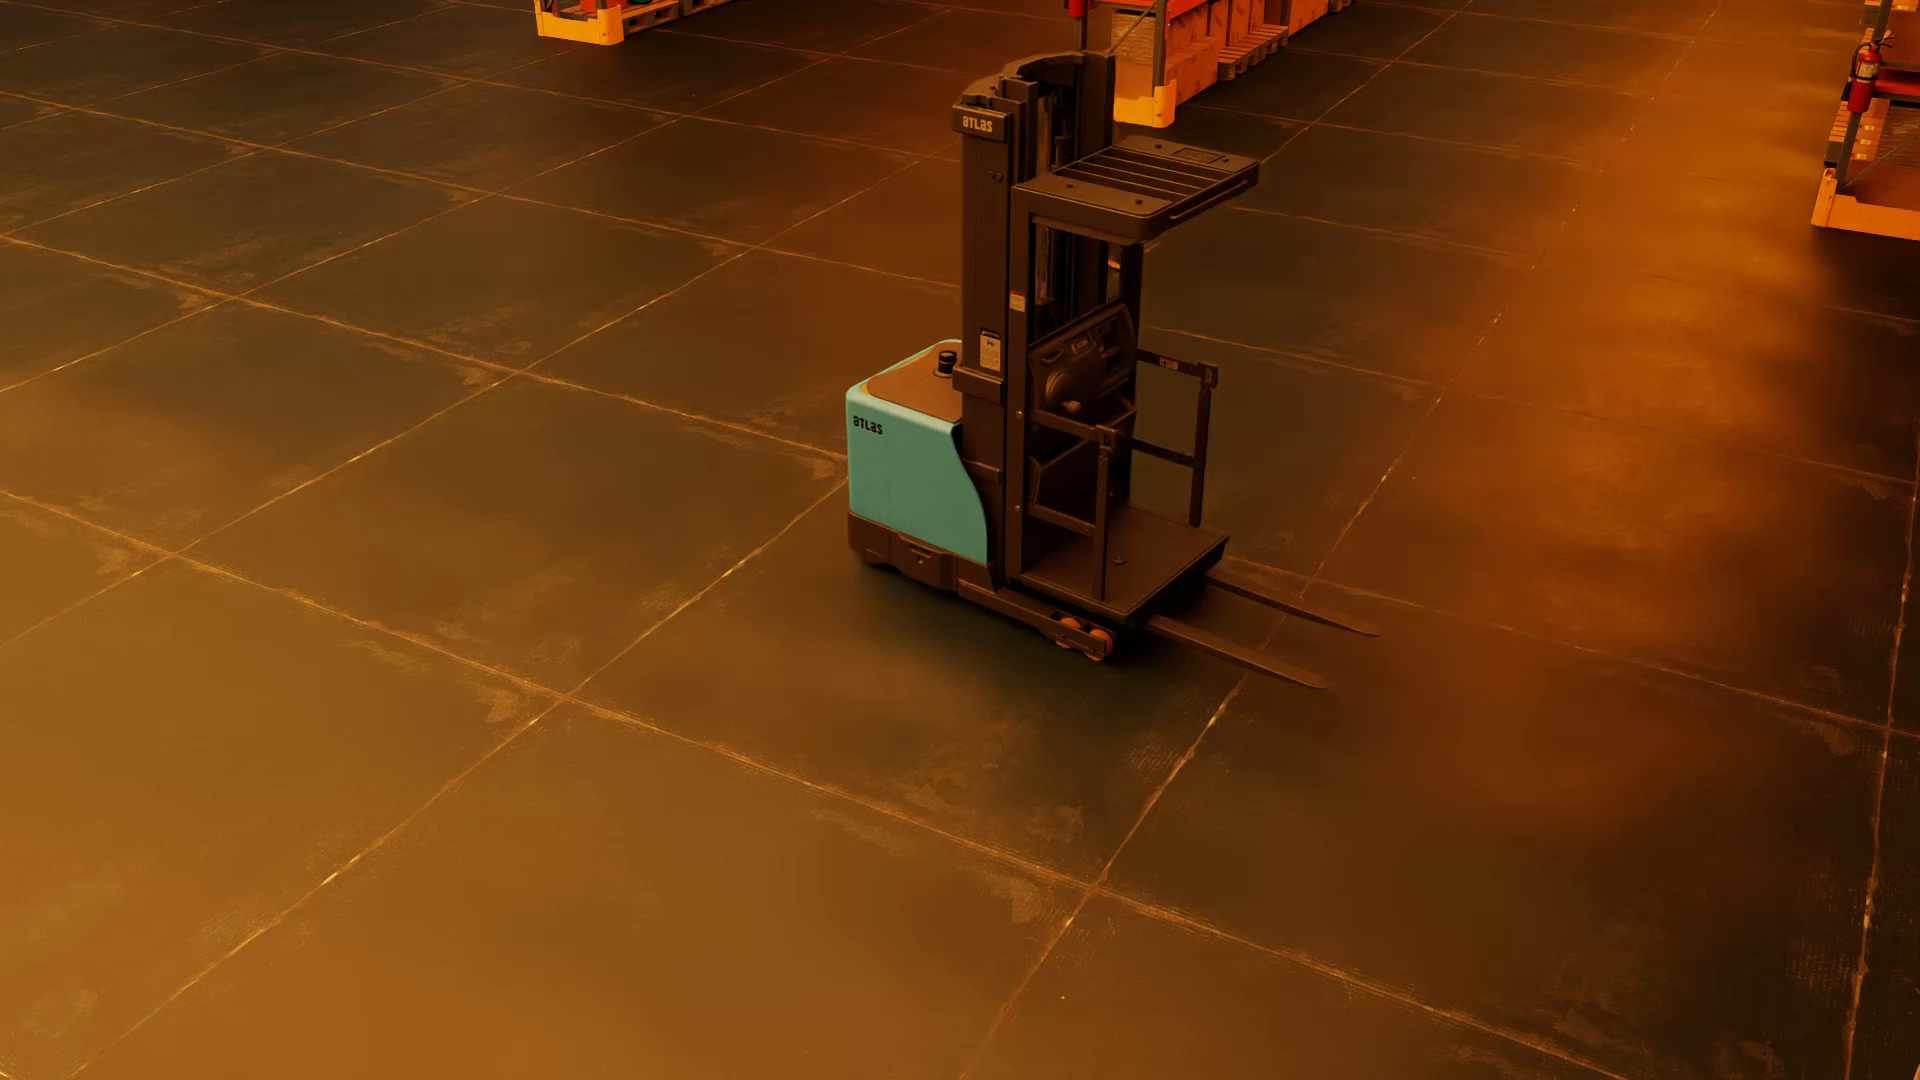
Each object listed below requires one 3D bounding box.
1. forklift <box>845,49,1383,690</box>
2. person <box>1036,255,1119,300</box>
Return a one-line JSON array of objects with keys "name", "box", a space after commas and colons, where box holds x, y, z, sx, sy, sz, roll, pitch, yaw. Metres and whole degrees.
[{"name": "forklift", "box": [0.817, -0.925, 8.674, 3.031, 2.935, 1.130, 21, 36, 32]}, {"name": "person", "box": [0.832, -1.701, 11.410, 0.603, 1.609, 0.719, 5, 30, 8]}]
